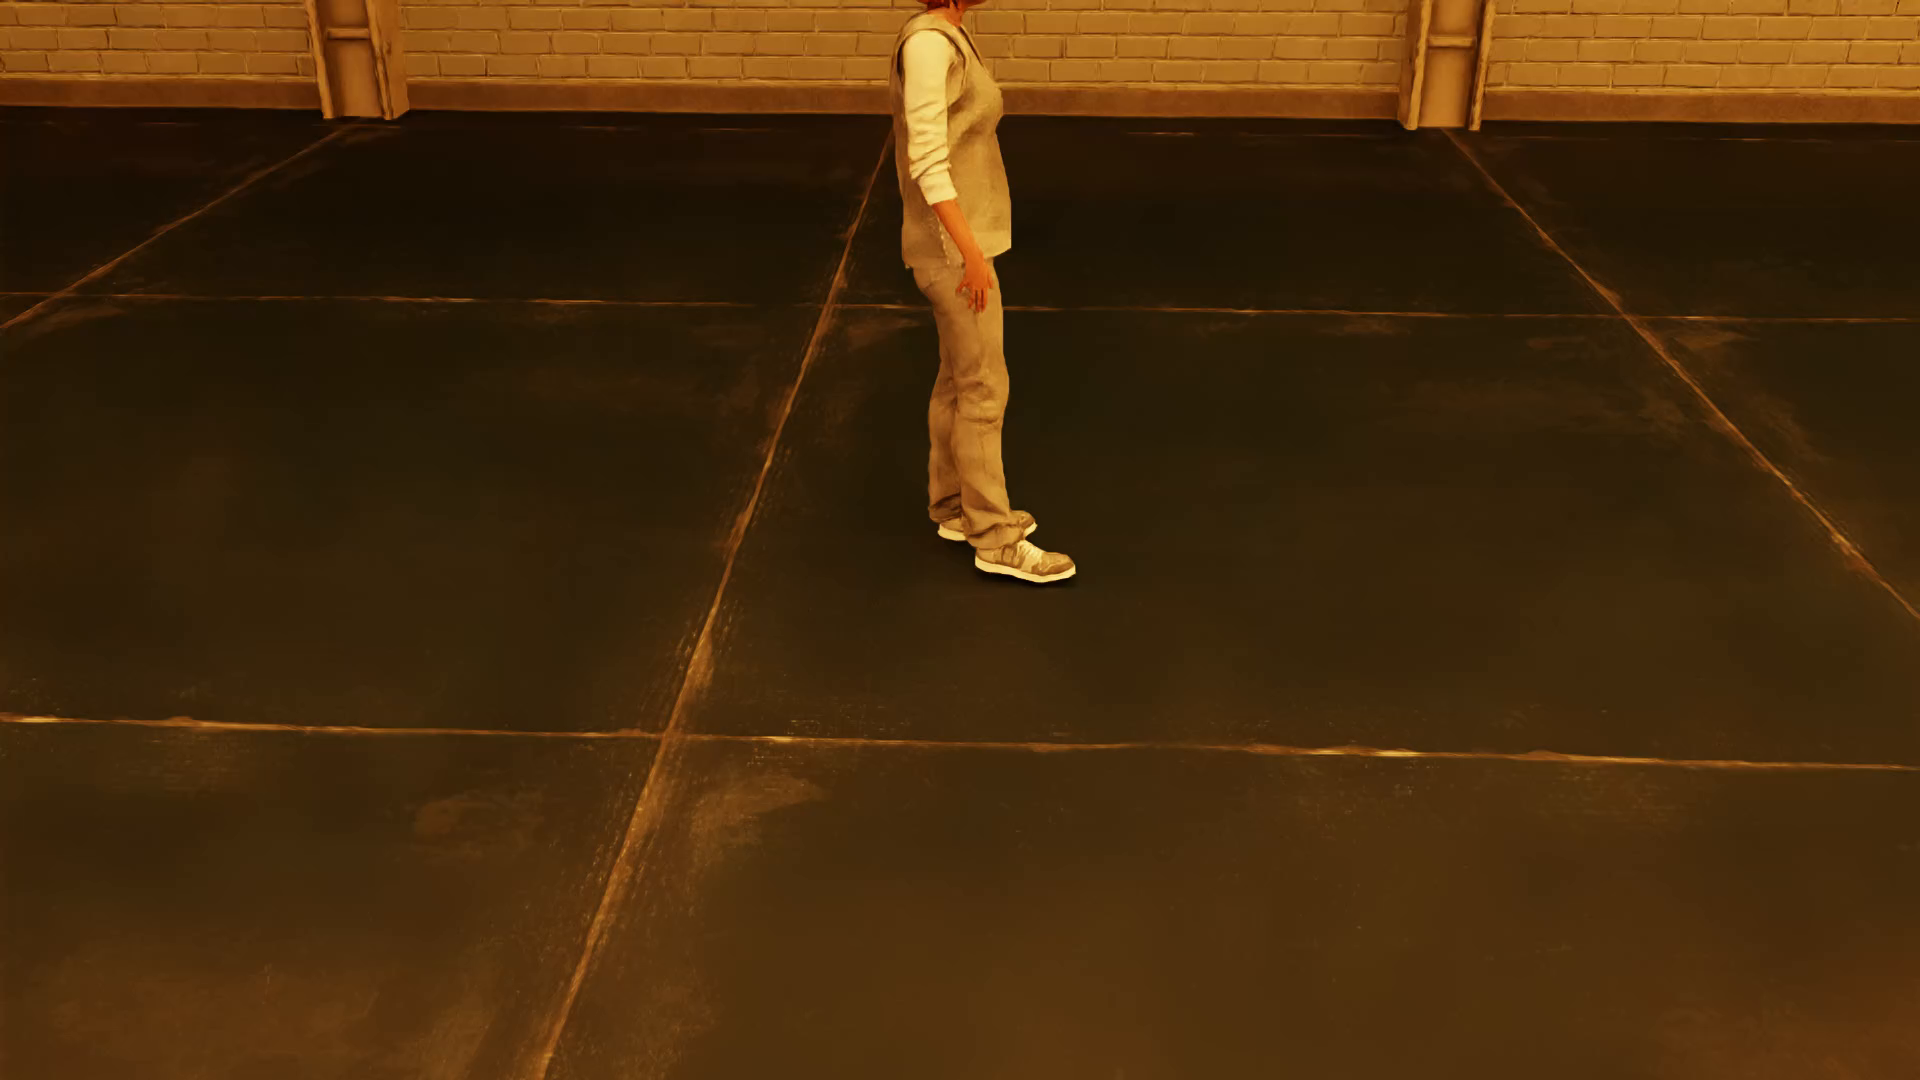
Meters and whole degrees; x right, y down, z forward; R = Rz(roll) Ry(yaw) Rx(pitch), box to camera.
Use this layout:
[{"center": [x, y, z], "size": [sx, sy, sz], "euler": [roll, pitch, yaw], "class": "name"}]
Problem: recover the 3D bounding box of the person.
[{"center": [0.073, -0.715, 4.150], "size": [0.474, 1.597, 0.521], "euler": [1, 26, 2], "class": "person"}]
